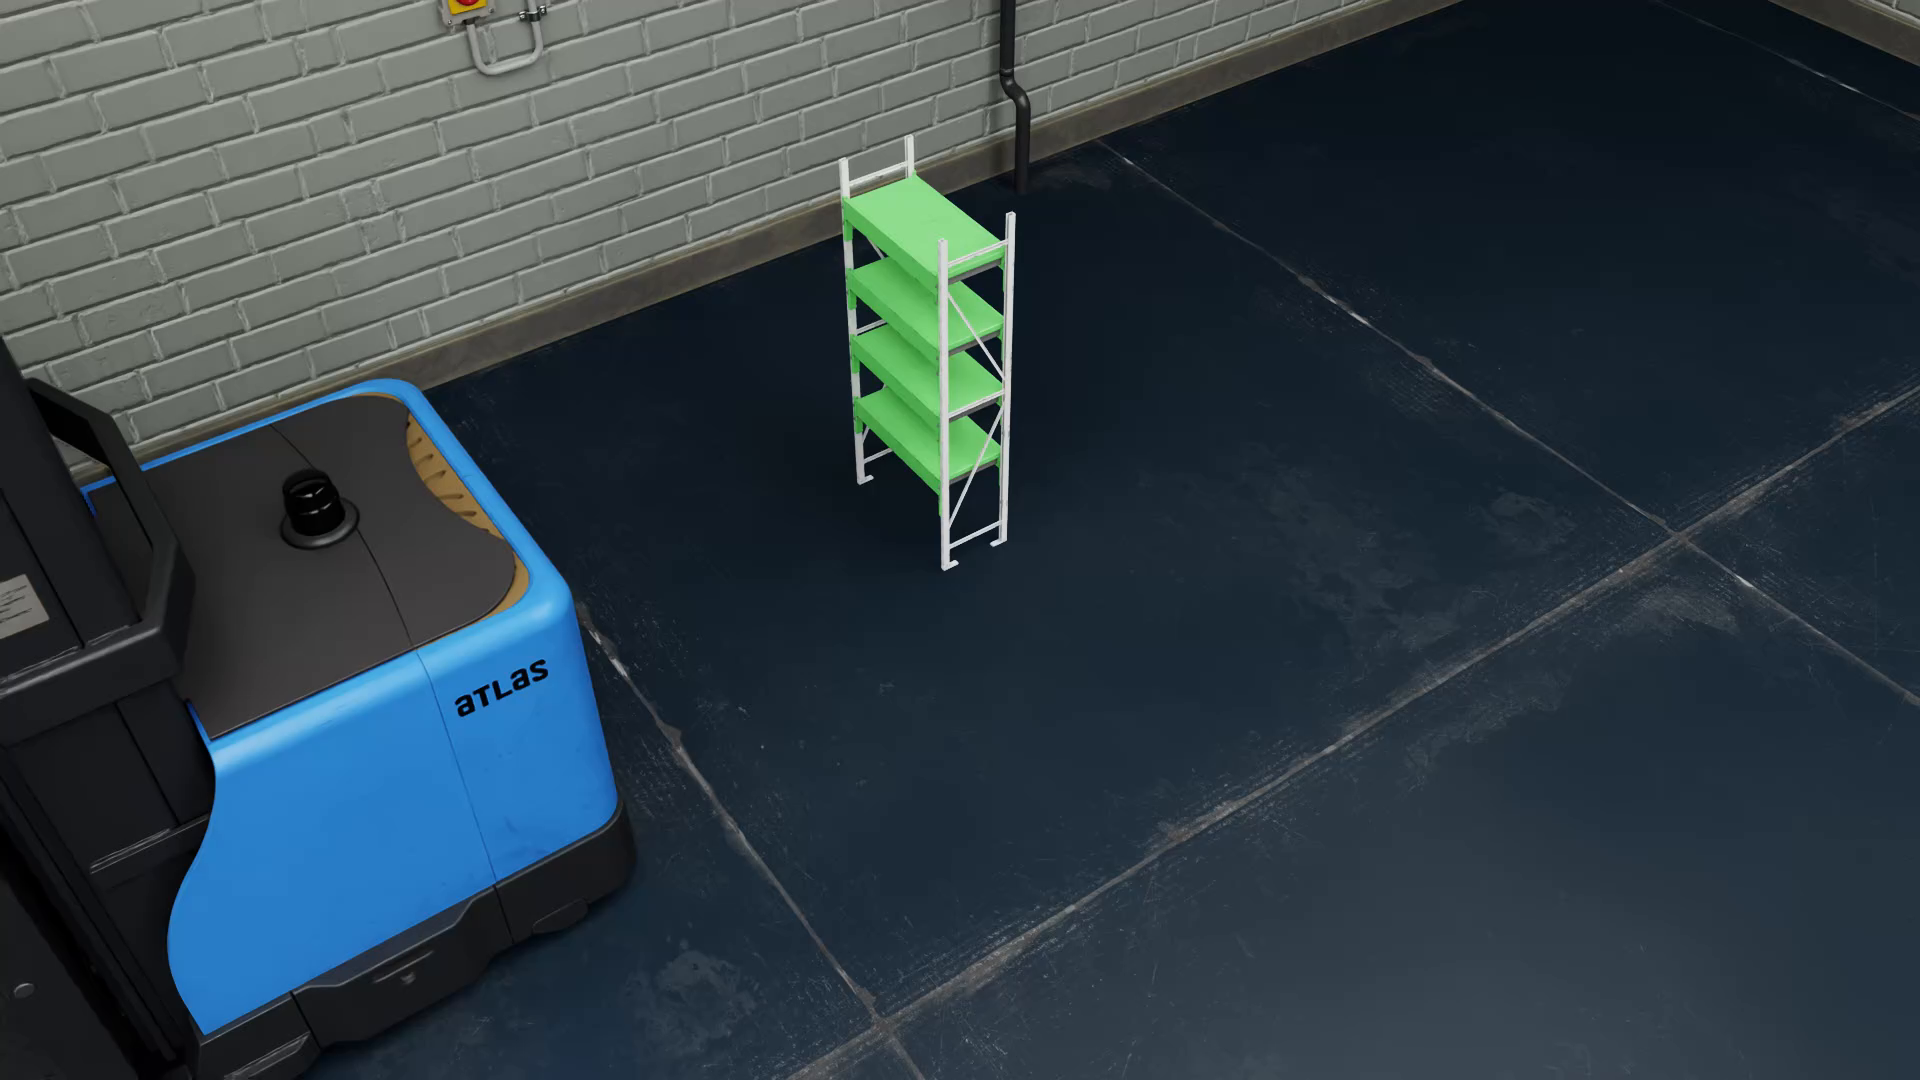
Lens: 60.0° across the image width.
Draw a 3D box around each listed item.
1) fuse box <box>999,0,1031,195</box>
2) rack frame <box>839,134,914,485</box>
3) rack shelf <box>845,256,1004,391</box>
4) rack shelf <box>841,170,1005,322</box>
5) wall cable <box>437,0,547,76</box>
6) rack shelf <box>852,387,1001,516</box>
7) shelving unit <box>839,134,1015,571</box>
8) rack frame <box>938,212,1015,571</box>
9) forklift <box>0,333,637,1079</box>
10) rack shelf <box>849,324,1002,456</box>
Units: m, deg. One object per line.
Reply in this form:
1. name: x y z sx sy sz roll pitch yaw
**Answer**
1. fuse box: 0.285 -2.027 6.134 0.539 1.711 0.414 -26 49 -24
2. rack frame: -0.234 -0.666 5.079 0.240 1.200 0.015 -26 49 -24
3. rack shelf: -0.095 -0.655 4.812 0.258 0.148 0.480 -26 49 -24
4. rack shelf: -0.095 -0.829 4.647 0.258 0.148 0.480 -26 49 -24
5. wall cable: -1.521 -2.124 4.545 0.585 1.953 0.123 -26 49 -24
6. rack shelf: -0.095 -0.308 5.144 0.258 0.148 0.480 -26 49 -24
7. shelving unit: -0.095 -0.528 4.934 0.258 1.200 0.503 -26 49 -24
8. rack frame: 0.045 -0.390 4.789 0.240 1.200 0.015 -26 49 -24
9. forklift: -2.328 0.150 2.970 3.031 2.935 1.130 -26 50 -25
10. rack shelf: -0.095 -0.482 4.978 0.258 0.148 0.480 -26 49 -24
